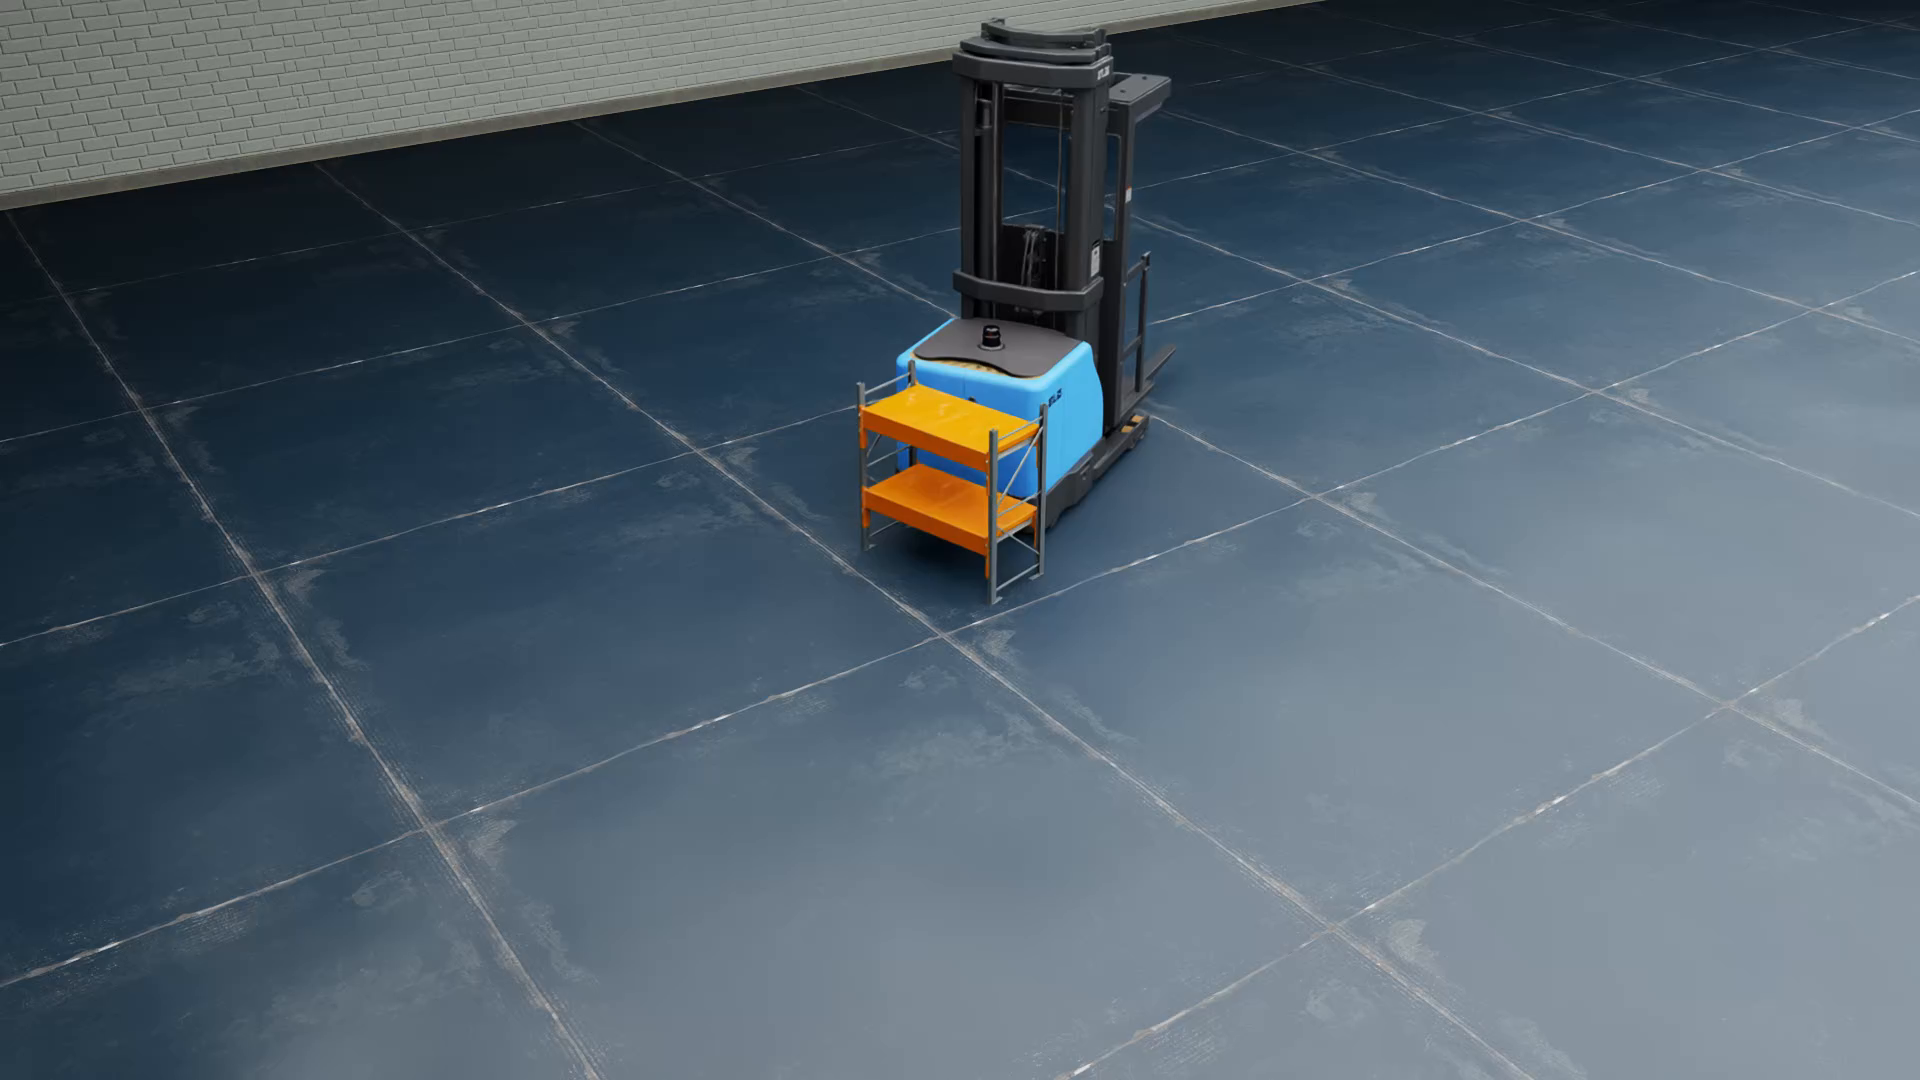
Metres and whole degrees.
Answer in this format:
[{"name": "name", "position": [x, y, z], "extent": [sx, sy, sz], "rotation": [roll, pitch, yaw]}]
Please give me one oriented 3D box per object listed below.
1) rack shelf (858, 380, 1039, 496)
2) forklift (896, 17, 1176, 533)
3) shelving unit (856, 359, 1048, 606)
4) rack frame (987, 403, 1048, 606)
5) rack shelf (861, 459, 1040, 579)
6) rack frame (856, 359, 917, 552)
[{"name": "rack shelf", "position": [-0.054, -0.615, 9.817], "extent": [1.000, 0.278, 0.538], "rotation": [22, 35, 35]}, {"name": "forklift", "position": [0.690, -2.006, 11.100], "extent": [1.130, 2.935, 3.031], "rotation": [13, 31, 23]}, {"name": "shelving unit", "position": [-0.054, -0.358, 9.957], "extent": [1.048, 1.125, 0.538], "rotation": [22, 35, 35]}, {"name": "rack frame", "position": [0.334, -0.201, 9.668], "extent": [0.032, 1.125, 0.500], "rotation": [22, 35, 35]}, {"name": "rack shelf", "position": [-0.054, -0.143, 10.073], "extent": [1.000, 0.278, 0.538], "rotation": [22, 35, 35]}, {"name": "rack frame", "position": [-0.442, -0.514, 10.245], "extent": [0.032, 1.125, 0.500], "rotation": [22, 35, 35]}]
